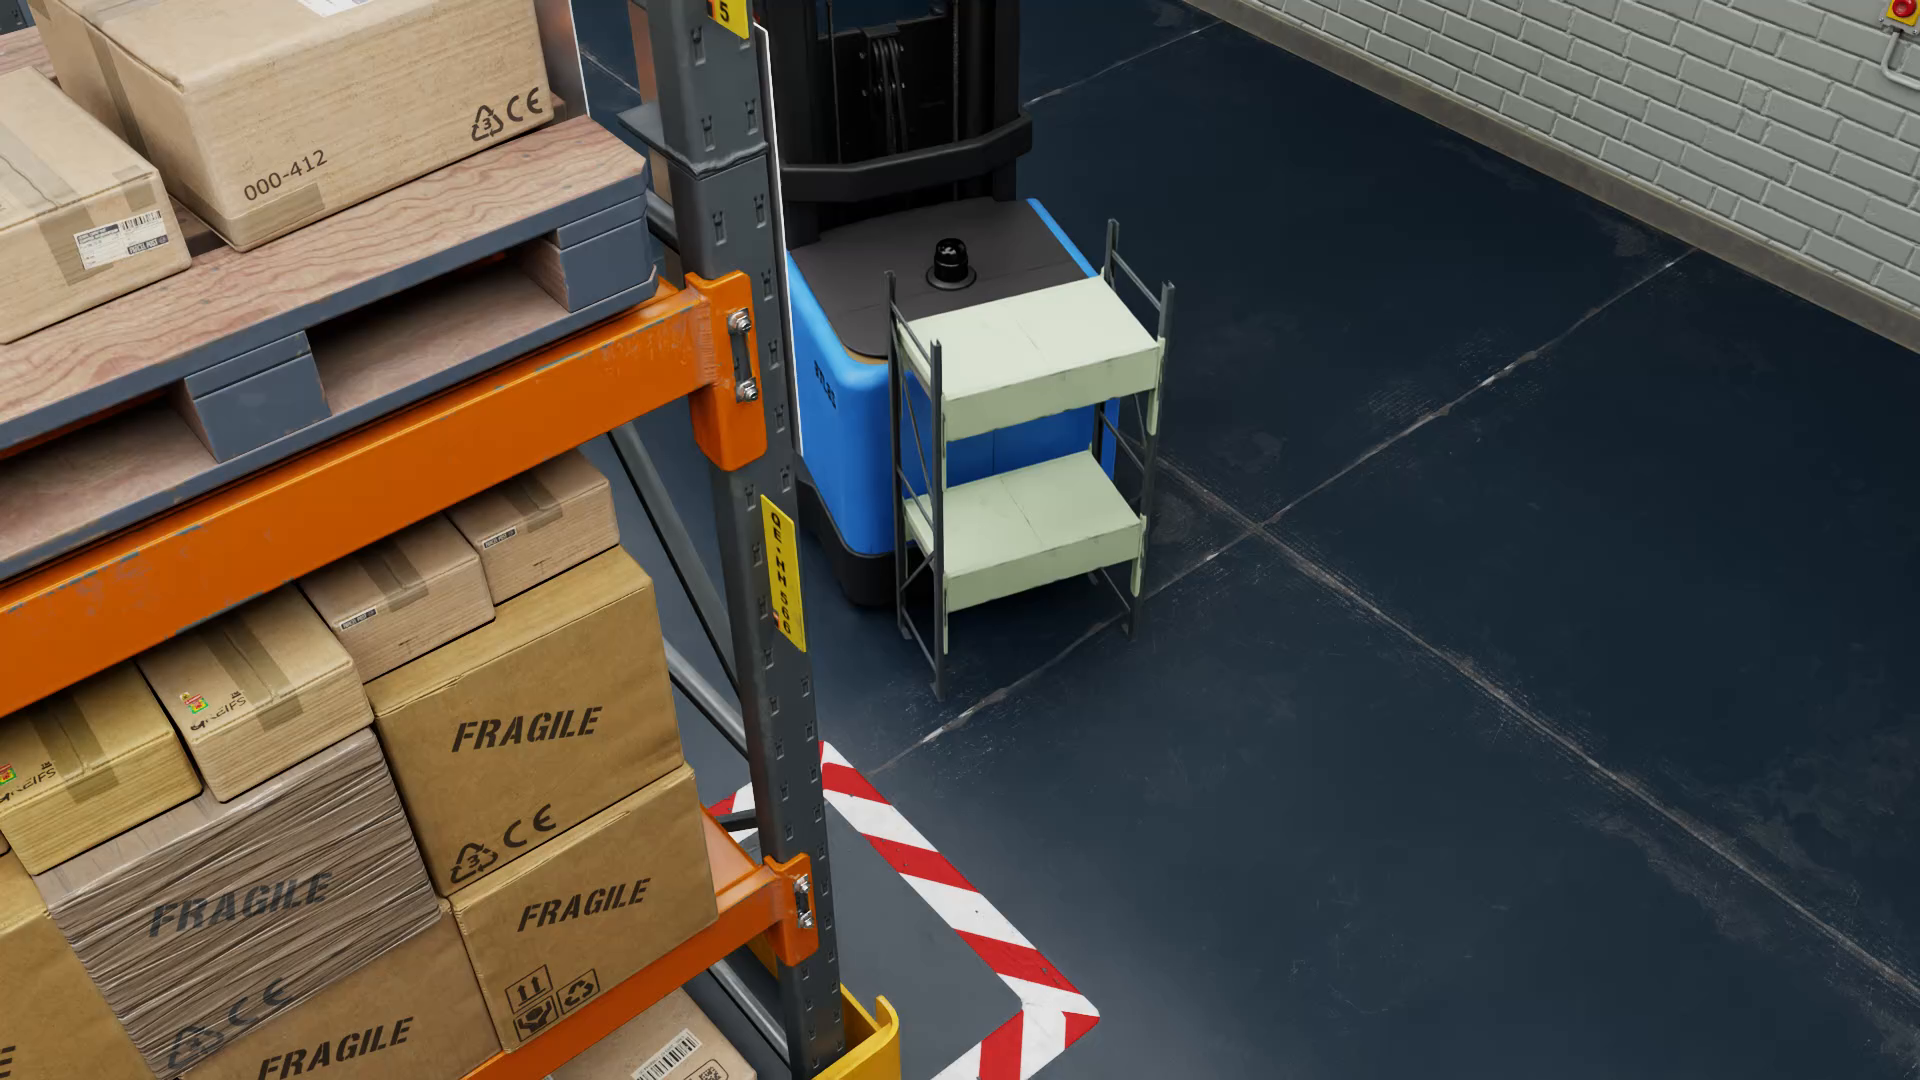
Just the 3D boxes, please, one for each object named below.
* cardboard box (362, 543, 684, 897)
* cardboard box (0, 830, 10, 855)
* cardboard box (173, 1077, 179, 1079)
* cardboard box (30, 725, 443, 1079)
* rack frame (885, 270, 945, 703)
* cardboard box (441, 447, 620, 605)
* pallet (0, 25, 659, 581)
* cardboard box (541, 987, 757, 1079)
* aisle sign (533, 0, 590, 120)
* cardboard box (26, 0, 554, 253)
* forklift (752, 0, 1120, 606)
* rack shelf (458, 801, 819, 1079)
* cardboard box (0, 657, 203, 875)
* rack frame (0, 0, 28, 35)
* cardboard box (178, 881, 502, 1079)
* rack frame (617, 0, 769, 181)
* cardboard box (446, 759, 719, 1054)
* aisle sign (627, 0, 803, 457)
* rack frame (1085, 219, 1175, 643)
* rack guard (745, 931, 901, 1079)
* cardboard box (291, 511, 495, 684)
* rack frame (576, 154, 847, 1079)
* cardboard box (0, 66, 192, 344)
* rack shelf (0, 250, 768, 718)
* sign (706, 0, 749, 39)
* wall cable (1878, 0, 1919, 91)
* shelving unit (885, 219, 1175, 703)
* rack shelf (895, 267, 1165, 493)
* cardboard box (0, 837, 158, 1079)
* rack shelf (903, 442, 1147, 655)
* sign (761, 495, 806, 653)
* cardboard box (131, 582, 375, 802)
[{"bbox_3d":[-0.871,0.216,3.025,0.500,0.500,0.500,-28,50,-27],"label":"cardboard box"},{"bbox_3d":[-1.590,0.354,2.405,0.250,0.149,0.380,-30,51,-28],"label":"cardboard box"},{"bbox_3d":[-1.637,1.038,2.880,0.500,0.500,0.500,-28,50,-27],"label":"cardboard box"},{"bbox_3d":[-1.253,0.461,2.764,0.500,0.500,0.500,-30,51,-28],"label":"cardboard box"},{"bbox_3d":[-0.137,-0.121,5.283,0.023,1.500,0.400,-16,45,-16],"label":"rack frame"},{"bbox_3d":[-0.801,-0.094,2.882,0.250,0.149,0.380,-29,50,-27],"label":"cardboard box"},{"bbox_3d":[-1.216,-0.449,2.411,1.213,0.211,1.003,-30,51,-28],"label":"pallet"},{"bbox_3d":[-1.096,1.404,4.129,0.875,0.438,0.875,-32,52,-29],"label":"cardboard box"},{"bbox_3d":[-0.785,-0.851,3.066,0.004,0.787,0.394,-30,51,-28],"label":"aisle sign"},{"bbox_3d":[-0.942,-0.703,2.346,0.500,0.250,0.500,34,53,31],"label":"cardboard box"},{"bbox_3d":[-0.445,-1.855,6.084,1.130,2.935,3.031,-15,45,-16],"label":"forklift"},{"bbox_3d":[-2.188,1.421,3.071,4.000,0.370,1.077,-30,51,-28],"label":"rack shelf"},{"bbox_3d":[-1.344,0.277,2.487,0.250,0.149,0.380,-29,50,-27],"label":"cardboard box"},{"bbox_3d":[-3.908,-2.275,6.481,0.127,3.000,1.000,-30,51,-28],"label":"rack frame"},{"bbox_3d":[-1.249,0.807,3.126,0.500,0.500,0.500,-31,51,-29],"label":"cardboard box"},{"bbox_3d":[-0.654,-1.906,1.707,0.127,3.000,1.000,-30,51,-28],"label":"rack frame"},{"bbox_3d":[-0.854,0.595,3.353,0.500,0.500,0.500,-30,51,-28],"label":"cardboard box"},{"bbox_3d":[-0.400,-0.536,2.731,0.004,0.787,0.394,-30,51,-28],"label":"aisle sign"},{"bbox_3d":[0.540,-0.312,5.487,0.023,1.500,0.400,-16,45,-16],"label":"rack frame"},{"bbox_3d":[-0.636,1.181,4.627,0.348,0.500,1.175,-30,51,-28],"label":"rack guard"},{"bbox_3d":[-0.980,0.030,2.750,0.250,0.149,0.380,-29,50,-27],"label":"cardboard box"},{"bbox_3d":[-0.654,0.280,3.760,0.127,3.000,1.000,-30,51,-28],"label":"rack frame"},{"bbox_3d":[-1.212,-0.440,2.140,0.250,0.149,0.380,-34,53,-31],"label":"cardboard box"},{"bbox_3d":[-2.188,0.328,2.044,4.000,0.370,1.077,-30,51,-28],"label":"rack shelf"},{"bbox_3d":[-0.317,-0.816,2.148,0.005,0.325,0.100,-30,51,-28],"label":"sign"},{"bbox_3d":[3.656,-2.590,6.052,0.123,1.953,0.585,-30,51,-28],"label":"wall cable"},{"bbox_3d":[0.202,-0.216,5.385,0.755,1.500,0.431,-16,45,-16],"label":"shelving unit"},{"bbox_3d":[0.202,-0.501,5.118,0.720,0.370,0.431,-16,45,-16],"label":"rack shelf"},{"bbox_3d":[-1.635,0.677,2.535,0.500,0.500,0.500,-30,51,-28],"label":"cardboard box"},{"bbox_3d":[0.202,0.021,5.608,0.720,0.370,0.431,-16,45,-16],"label":"rack shelf"},{"bbox_3d":[-0.317,0.063,2.973,0.005,0.325,0.100,-30,51,-28],"label":"sign"},{"bbox_3d":[-1.124,0.188,2.582,0.250,0.149,0.380,-30,51,-28],"label":"cardboard box"}]
